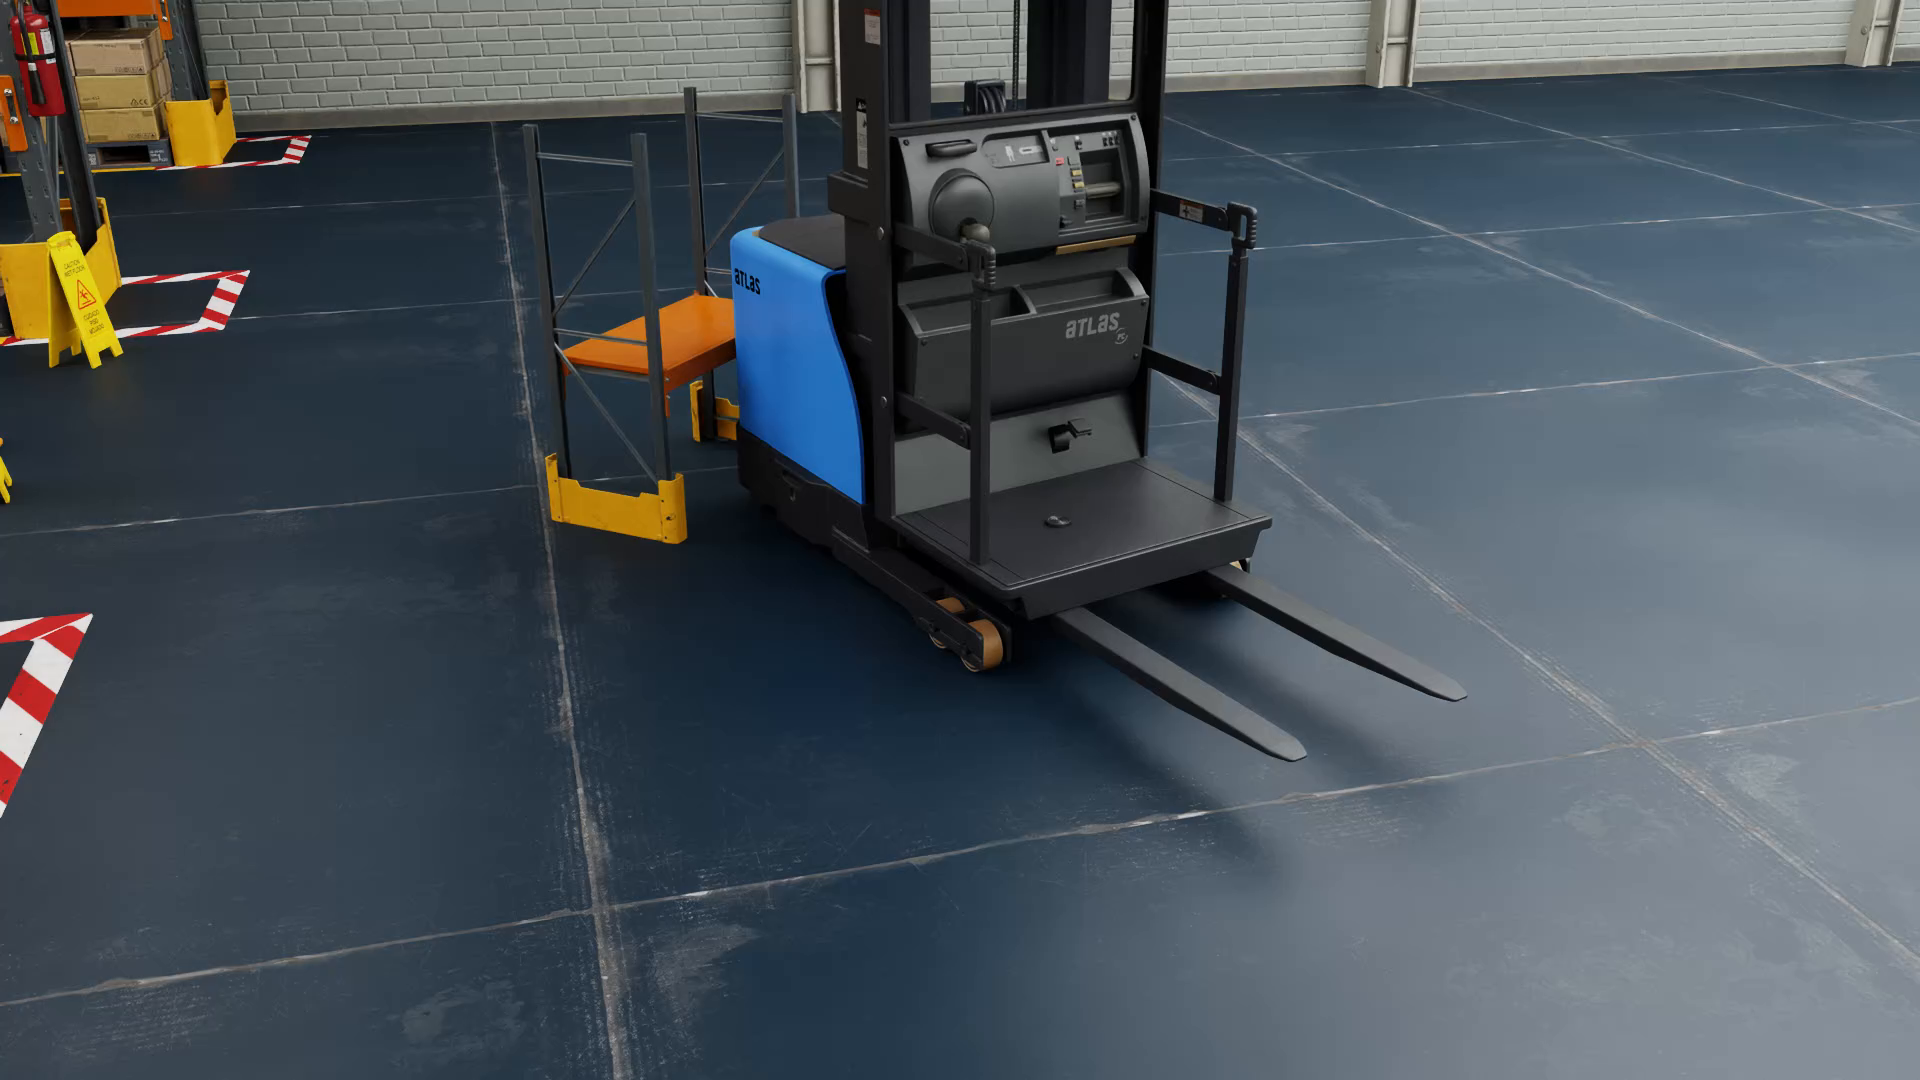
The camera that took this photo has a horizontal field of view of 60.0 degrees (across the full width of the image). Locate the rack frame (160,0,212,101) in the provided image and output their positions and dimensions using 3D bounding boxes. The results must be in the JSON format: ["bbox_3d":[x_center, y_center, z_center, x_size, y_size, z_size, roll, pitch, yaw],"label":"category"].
[{"bbox_3d":[-6.203,-4.550,13.051,0.127,3.000,1.000,-6,24,-14],"label":"rack frame"}]

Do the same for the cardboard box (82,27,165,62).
[{"bbox_3d":[-6.716,-3.960,13.361,0.500,0.250,0.500,-7,24,-15],"label":"cardboard box"}]

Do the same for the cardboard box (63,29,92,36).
[{"bbox_3d":[-7.197,-3.905,13.234,0.500,0.250,0.500,-6,24,-14],"label":"cardboard box"}]

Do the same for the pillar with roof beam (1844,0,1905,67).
[{"bbox_3d":[11.377,-7.858,13.152,0.400,9.000,9.100,-6,24,-14],"label":"pillar with roof beam"}]

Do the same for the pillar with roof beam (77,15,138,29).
[{"bbox_3d":[-5.954,-5.941,8.683,0.400,9.000,9.100,-6,24,-14],"label":"pillar with roof beam"}]

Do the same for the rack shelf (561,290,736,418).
[{"bbox_3d":[-1.093,-0.751,6.554,0.538,0.185,1.000,10,25,23],"label":"rack shelf"}]

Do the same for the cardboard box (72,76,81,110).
[{"bbox_3d":[-7.073,-3.490,12.899,0.500,0.250,0.500,-7,24,-15],"label":"cardboard box"}]

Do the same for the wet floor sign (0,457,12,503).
[{"bbox_3d":[-3.931,-0.471,6.528,0.232,0.644,0.267,-11,25,-23],"label":"wet floor sign"}]

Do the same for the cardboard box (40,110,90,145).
[{"bbox_3d":[-7.051,-3.260,12.999,0.500,0.250,0.500,-6,24,-14],"label":"cardboard box"}]

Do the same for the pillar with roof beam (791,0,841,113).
[{"bbox_3d":[-0.177,-6.580,10.173,0.400,9.000,9.100,-6,24,-14],"label":"pillar with roof beam"}]

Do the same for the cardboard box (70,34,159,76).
[{"bbox_3d":[-6.562,-3.772,12.923,0.500,0.250,0.500,-5,24,-13],"label":"cardboard box"}]

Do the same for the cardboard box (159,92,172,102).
[{"bbox_3d":[-6.728,-3.502,13.561,0.500,0.250,0.500,-6,24,-14],"label":"cardboard box"}]

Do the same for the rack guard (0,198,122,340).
[{"bbox_3d":[-4.931,-1.509,9.134,0.348,0.500,1.175,-6,24,-14],"label":"rack guard"}]

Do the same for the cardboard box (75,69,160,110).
[{"bbox_3d":[-6.587,-3.539,13.014,0.500,0.250,0.500,-7,24,-15],"label":"cardboard box"}]

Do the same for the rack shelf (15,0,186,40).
[{"bbox_3d":[-8.128,-4.007,12.696,4.000,0.370,1.077,-6,24,-14],"label":"rack shelf"}]

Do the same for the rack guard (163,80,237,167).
[{"bbox_3d":[-6.179,-3.404,13.550,0.348,0.500,1.175,-6,24,-14],"label":"rack guard"}]

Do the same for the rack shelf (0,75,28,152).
[{"bbox_3d":[-6.784,-2.123,8.305,4.000,0.370,1.077,-6,24,-14],"label":"rack shelf"}]

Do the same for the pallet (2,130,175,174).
[{"bbox_3d":[-6.928,-3.172,13.374,1.213,0.211,1.003,-6,24,-14],"label":"pallet"}]

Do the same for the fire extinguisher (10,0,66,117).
[{"bbox_3d":[-4.623,-2.468,8.296,0.183,0.674,0.296,-6,24,-14],"label":"fire extinguisher"}]

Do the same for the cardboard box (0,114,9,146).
[{"bbox_3d":[-7.535,-3.211,12.883,0.500,0.250,0.500,-6,24,-14],"label":"cardboard box"}]

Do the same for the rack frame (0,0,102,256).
[{"bbox_3d":[-4.858,-2.666,8.660,0.127,3.000,1.000,-6,24,-14],"label":"rack frame"}]

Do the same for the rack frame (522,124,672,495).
[{"bbox_3d":[-1.306,-0.734,6.059,0.500,1.500,0.032,10,25,23],"label":"rack frame"}]

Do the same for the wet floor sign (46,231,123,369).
[{"bbox_3d":[-4.386,-1.198,8.224,0.232,0.644,0.267,2,23,4],"label":"wet floor sign"}]

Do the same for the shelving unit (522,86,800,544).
[{"bbox_3d":[-1.097,-0.913,6.476,0.587,1.500,1.083,10,25,23],"label":"shelving unit"}]

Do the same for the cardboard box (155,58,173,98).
[{"bbox_3d":[-6.711,-3.738,13.479,0.500,0.250,0.500,-6,24,-13],"label":"cardboard box"}]

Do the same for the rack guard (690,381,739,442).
[{"bbox_3d":[-0.888,-0.517,7.138,0.587,0.250,0.087,10,25,23],"label":"rack guard"}]

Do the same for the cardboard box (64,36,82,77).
[{"bbox_3d":[-7.052,-3.715,12.791,0.500,0.250,0.500,-6,24,-13],"label":"cardboard box"}]

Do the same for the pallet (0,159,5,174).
[{"bbox_3d":[-8.100,-3.043,13.074,1.213,0.211,1.003,-6,24,-14],"label":"pallet"}]

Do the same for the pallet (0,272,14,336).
[{"bbox_3d":[-5.723,-1.304,9.020,1.213,0.211,1.003,-6,24,-14],"label":"pallet"}]

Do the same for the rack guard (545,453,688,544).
[{"bbox_3d":[-1.305,-0.160,6.306,0.587,0.250,0.087,10,25,23],"label":"rack guard"}]

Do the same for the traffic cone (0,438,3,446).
[{"bbox_3d":[-4.297,-0.580,7.014,0.334,0.463,0.336,-6,24,-14],"label":"traffic cone"}]

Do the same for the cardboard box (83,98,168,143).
[{"bbox_3d":[-6.570,-3.310,13.114,0.500,0.250,0.500,-6,24,-14],"label":"cardboard box"}]

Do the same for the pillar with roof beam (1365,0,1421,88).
[{"bbox_3d":[5.600,-7.219,11.662,0.400,9.000,9.100,-6,24,-14],"label":"pillar with roof beam"}]

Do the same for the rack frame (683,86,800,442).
[{"bbox_3d":[-0.881,-1.099,6.908,0.500,1.500,0.032,10,25,23],"label":"rack frame"}]

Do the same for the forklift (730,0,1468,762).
[{"bbox_3d":[0.335,-1.139,5.188,1.130,2.935,3.031,-14,27,-30],"label":"forklift"}]
